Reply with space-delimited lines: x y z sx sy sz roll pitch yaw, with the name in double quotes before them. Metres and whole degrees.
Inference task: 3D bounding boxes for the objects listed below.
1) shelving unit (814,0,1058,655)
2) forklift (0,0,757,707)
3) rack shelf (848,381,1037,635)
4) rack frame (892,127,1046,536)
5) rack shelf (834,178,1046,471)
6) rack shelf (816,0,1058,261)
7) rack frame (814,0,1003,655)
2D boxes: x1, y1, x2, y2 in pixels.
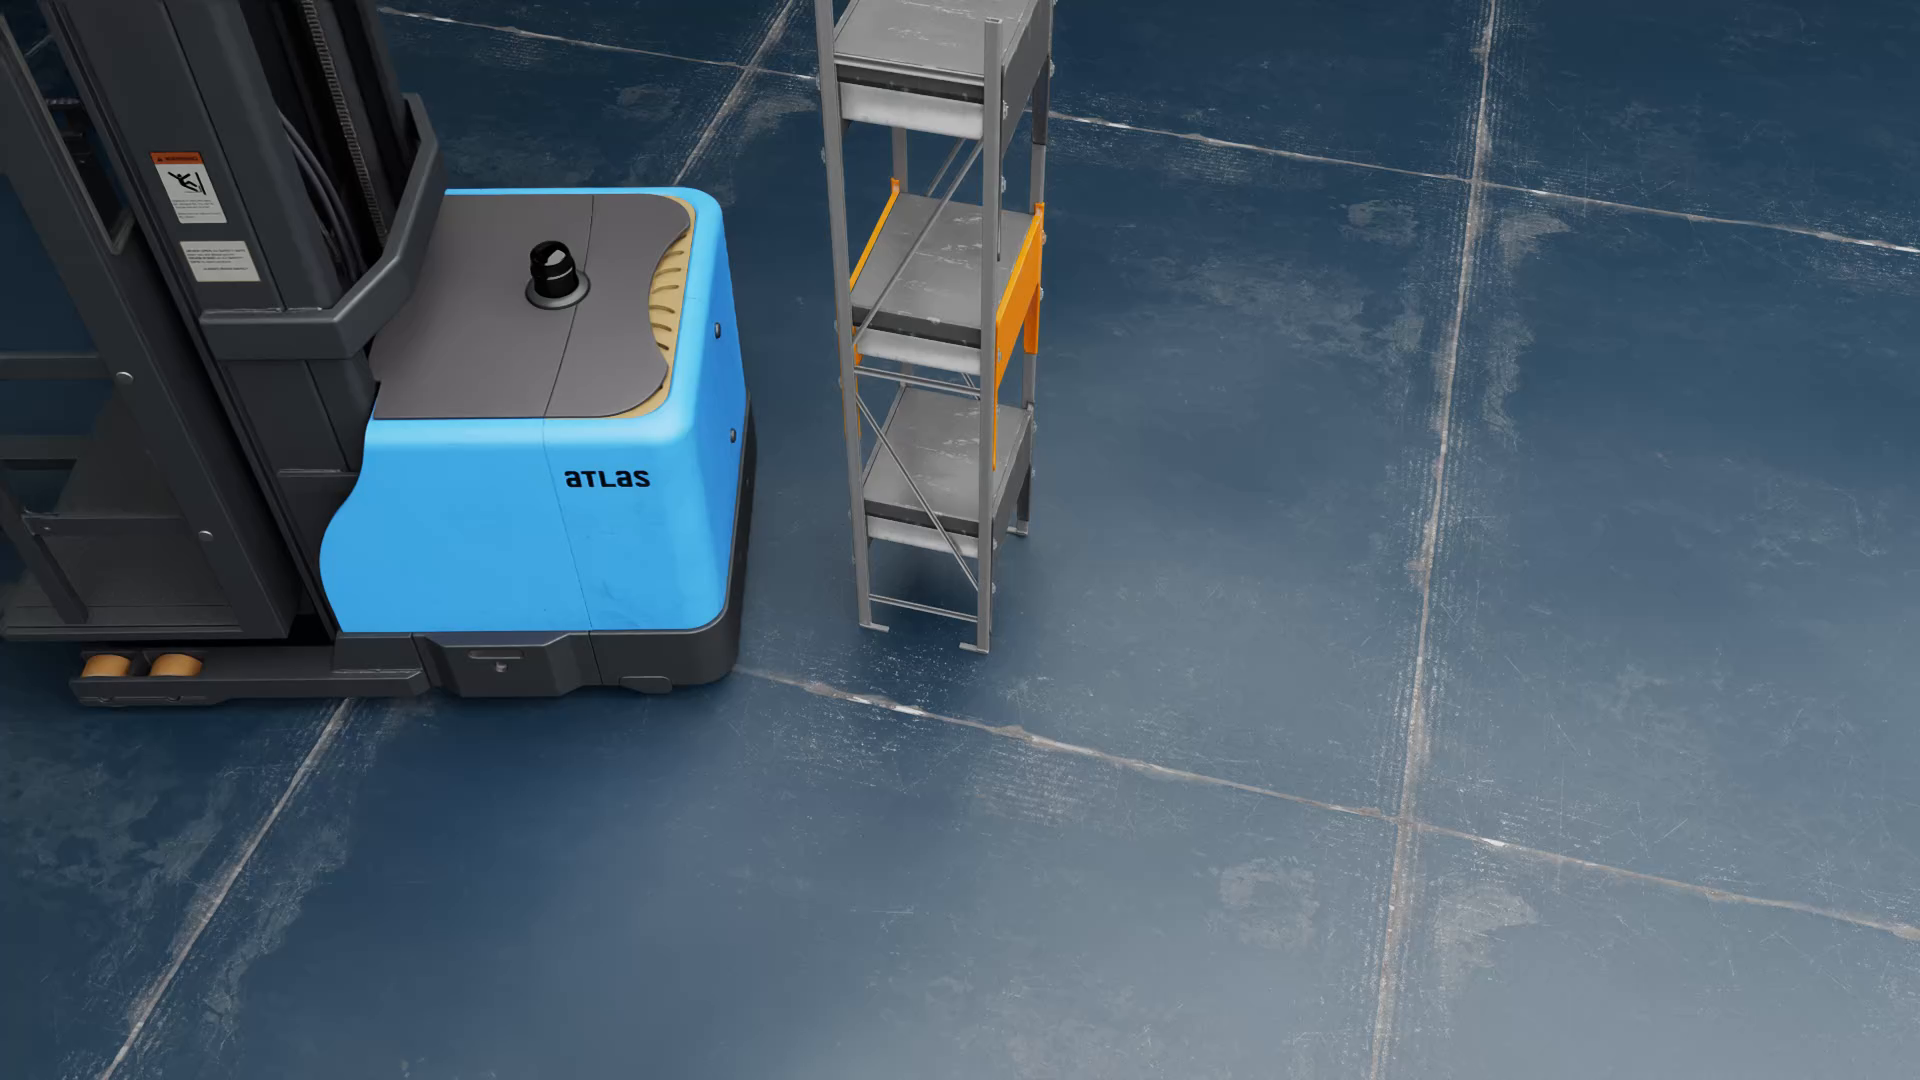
"shelving unit" -0.044 -0.575 4.357 0.431 2.100 0.503 12 50 10
"forklift" -2.170 -0.887 4.078 3.031 2.935 1.130 0 49 0
"rack shelf" -0.044 -0.103 4.892 0.431 0.518 0.480 12 50 10
"rack frame" 0.021 -0.752 4.513 0.400 2.100 0.015 12 50 10
"rack shelf" -0.044 -0.566 4.367 0.431 0.518 0.480 12 50 10
"rack shelf" -0.044 -1.029 3.842 0.431 0.518 0.480 12 50 10
"rack frame" -0.108 -0.399 4.201 0.400 2.100 0.015 12 50 10
